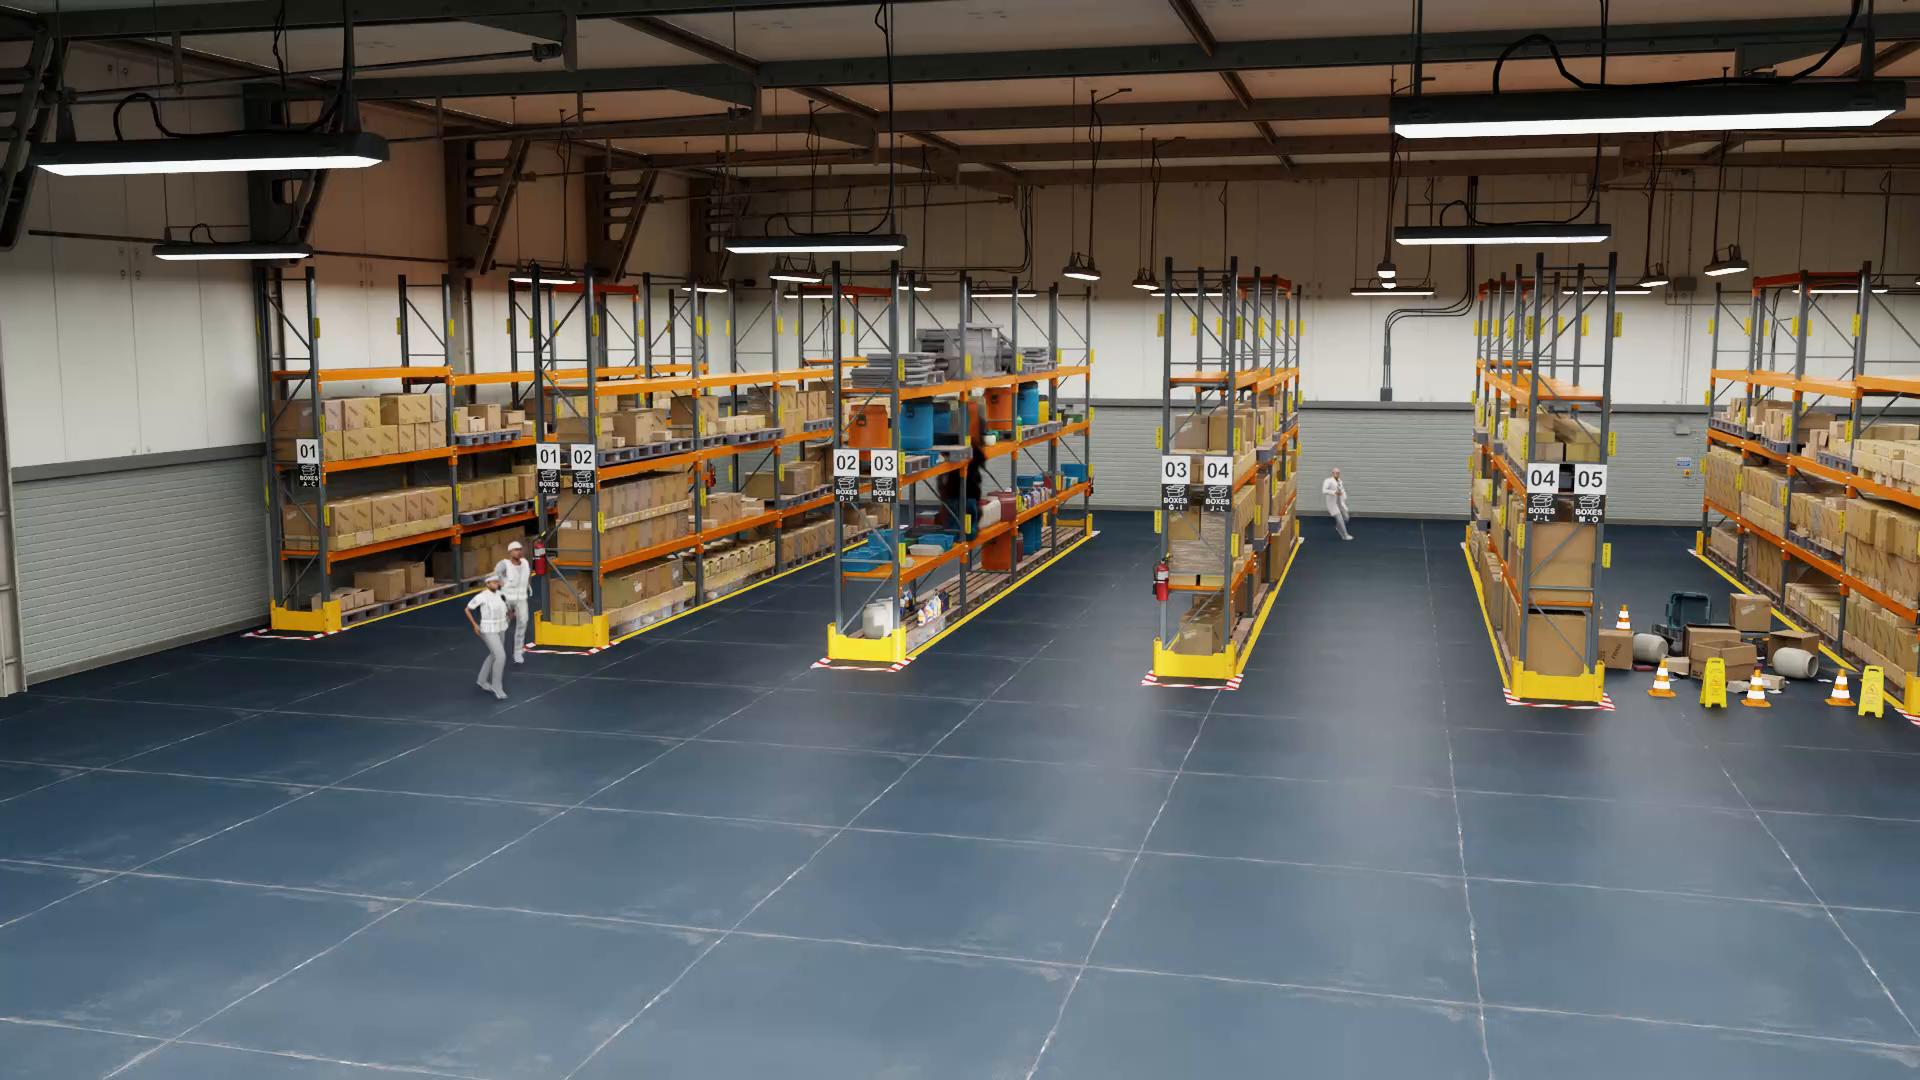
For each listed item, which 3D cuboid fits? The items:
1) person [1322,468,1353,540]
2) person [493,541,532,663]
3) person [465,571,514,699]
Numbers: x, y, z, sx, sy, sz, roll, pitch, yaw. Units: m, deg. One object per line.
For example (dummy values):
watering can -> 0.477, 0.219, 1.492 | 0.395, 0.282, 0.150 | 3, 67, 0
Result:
person -> 9.016, -0.861, 39.572 | 0.962, 1.709, 0.736 | -5, 9, -32
person -> -6.752, 0.913, 25.179 | 0.714, 1.788, 0.910 | -6, 9, -38
person -> -6.373, 1.295, 22.727 | 0.732, 1.759, 0.543 | 4, 8, 26
